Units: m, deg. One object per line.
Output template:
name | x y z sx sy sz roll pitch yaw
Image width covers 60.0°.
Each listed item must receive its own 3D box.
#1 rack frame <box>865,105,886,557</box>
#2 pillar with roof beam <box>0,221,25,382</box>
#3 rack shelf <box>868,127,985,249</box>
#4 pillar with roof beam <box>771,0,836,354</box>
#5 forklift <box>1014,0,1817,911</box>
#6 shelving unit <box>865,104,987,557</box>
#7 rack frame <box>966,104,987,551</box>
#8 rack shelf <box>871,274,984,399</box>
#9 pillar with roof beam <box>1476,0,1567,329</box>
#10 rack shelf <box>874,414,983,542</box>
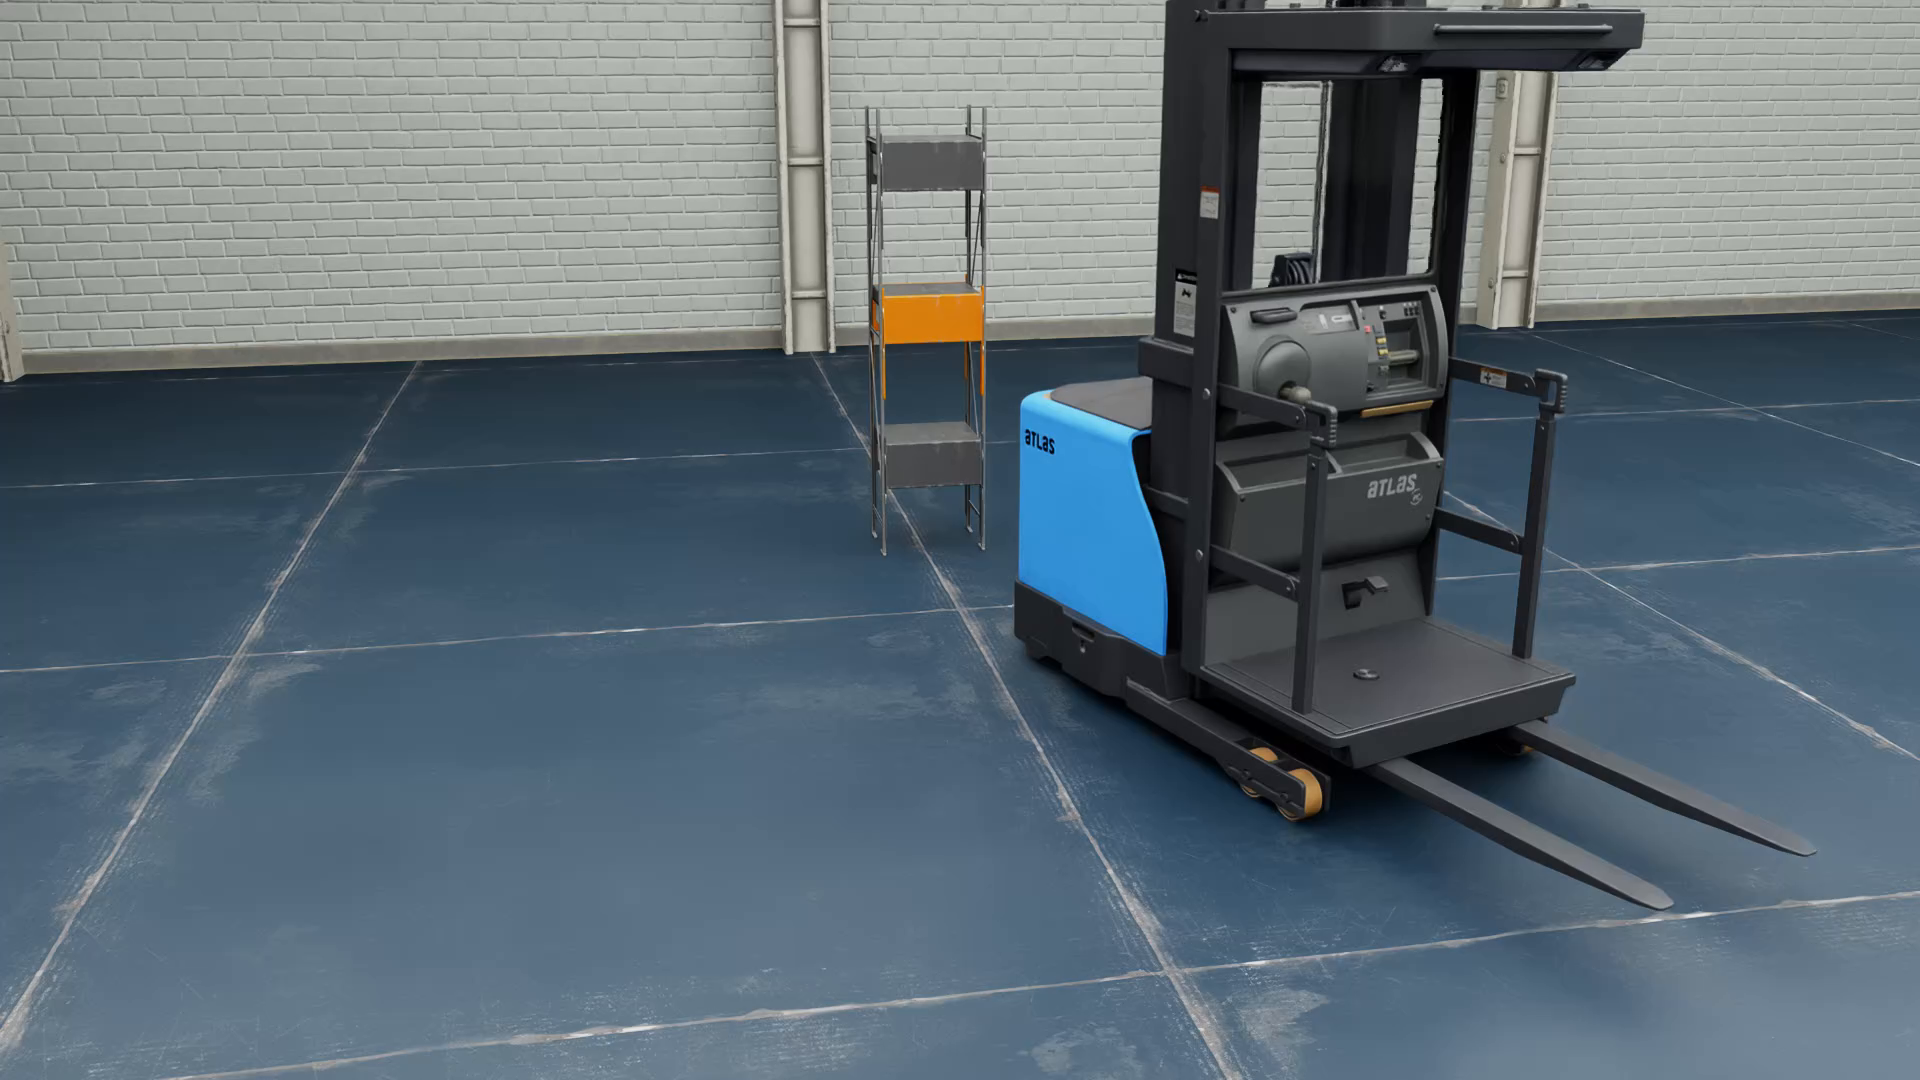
rack frame | -0.402 -0.981 7.929 0.015 2.100 0.400 -3 17 -10
pillar with roof beam | -6.277 -4.241 6.794 0.400 9.000 9.100 -3 17 -10
rack shelf | -0.163 -1.651 7.772 0.480 0.518 0.431 -3 17 -10
pillar with roof beam | -0.386 -4.576 7.882 0.400 9.000 9.100 -3 17 -10
forklift | 1.387 -0.649 5.432 1.130 2.935 3.031 -9 19 -28
shelving unit | -0.163 -0.995 7.973 0.503 2.100 0.431 -3 17 -10
rack frame | 0.077 -1.008 8.018 0.015 2.100 0.400 -3 17 -10
rack shelf | -0.163 -0.981 7.978 0.480 0.518 0.431 -3 17 -10
pillar with roof beam | 5.505 -4.910 8.970 0.400 9.000 9.100 -3 17 -10
rack shelf | -0.163 -0.312 8.183 0.480 0.518 0.431 -3 17 -10
